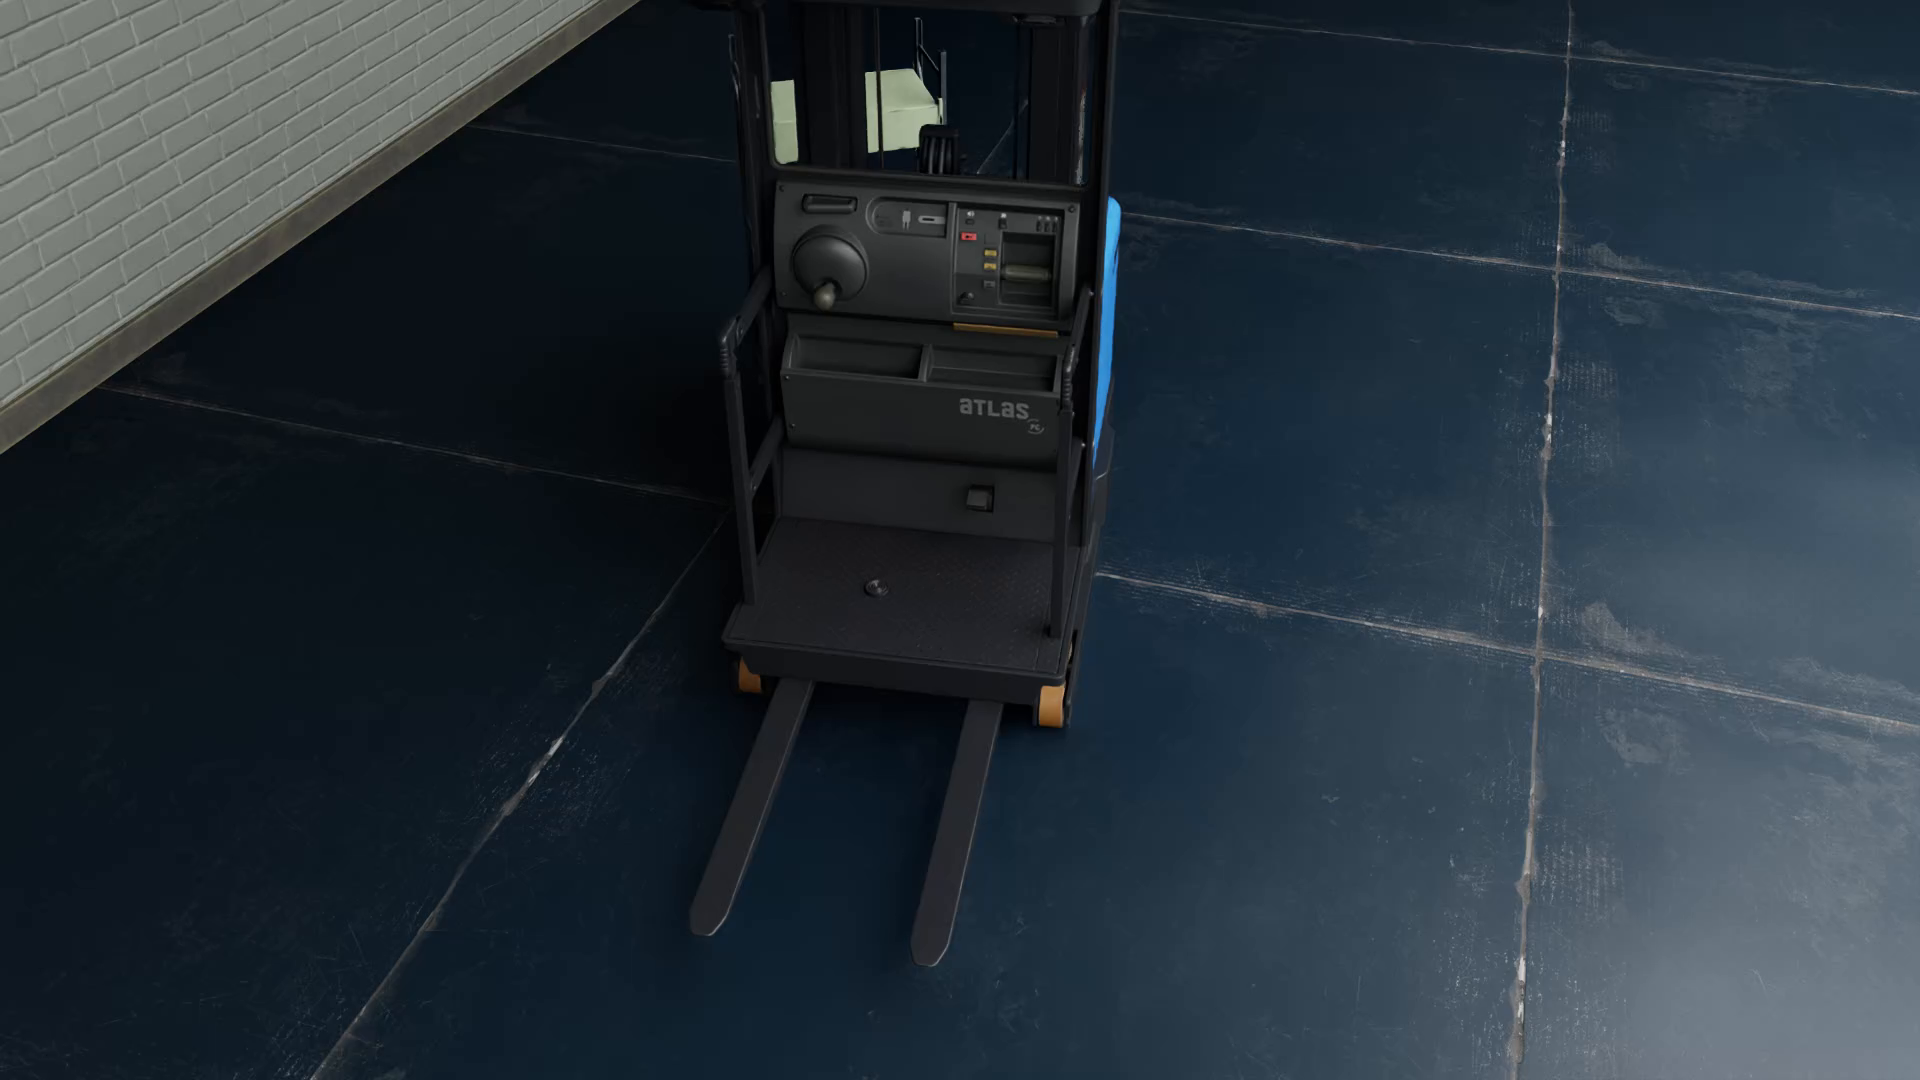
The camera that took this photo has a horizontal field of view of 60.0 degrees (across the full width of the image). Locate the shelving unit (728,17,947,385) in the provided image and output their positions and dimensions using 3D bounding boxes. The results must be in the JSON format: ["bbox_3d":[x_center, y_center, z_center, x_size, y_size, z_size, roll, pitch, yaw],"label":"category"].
[{"bbox_3d":[-0.466,-1.266,6.705,0.755,1.500,0.431,-9,37,-13],"label":"shelving unit"}]

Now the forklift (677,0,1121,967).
[{"bbox_3d":[-0.140,-0.801,4.866,1.130,2.935,3.031,6,37,8],"label":"forklift"}]

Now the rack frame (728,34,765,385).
[{"bbox_3d":[-0.819,-1.208,6.626,0.023,1.500,0.400,-9,37,-13],"label":"rack frame"}]

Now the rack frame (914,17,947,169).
[{"bbox_3d":[-0.114,-1.325,6.785,0.023,1.500,0.400,-9,37,-13],"label":"rack frame"}]

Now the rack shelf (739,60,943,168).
[{"bbox_3d":[-0.467,-1.581,6.474,0.720,0.370,0.431,-9,37,-13],"label":"rack shelf"}]

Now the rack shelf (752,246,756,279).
[{"bbox_3d":[-0.466,-1.004,6.899,0.720,0.370,0.431,-9,37,-13],"label":"rack shelf"}]
